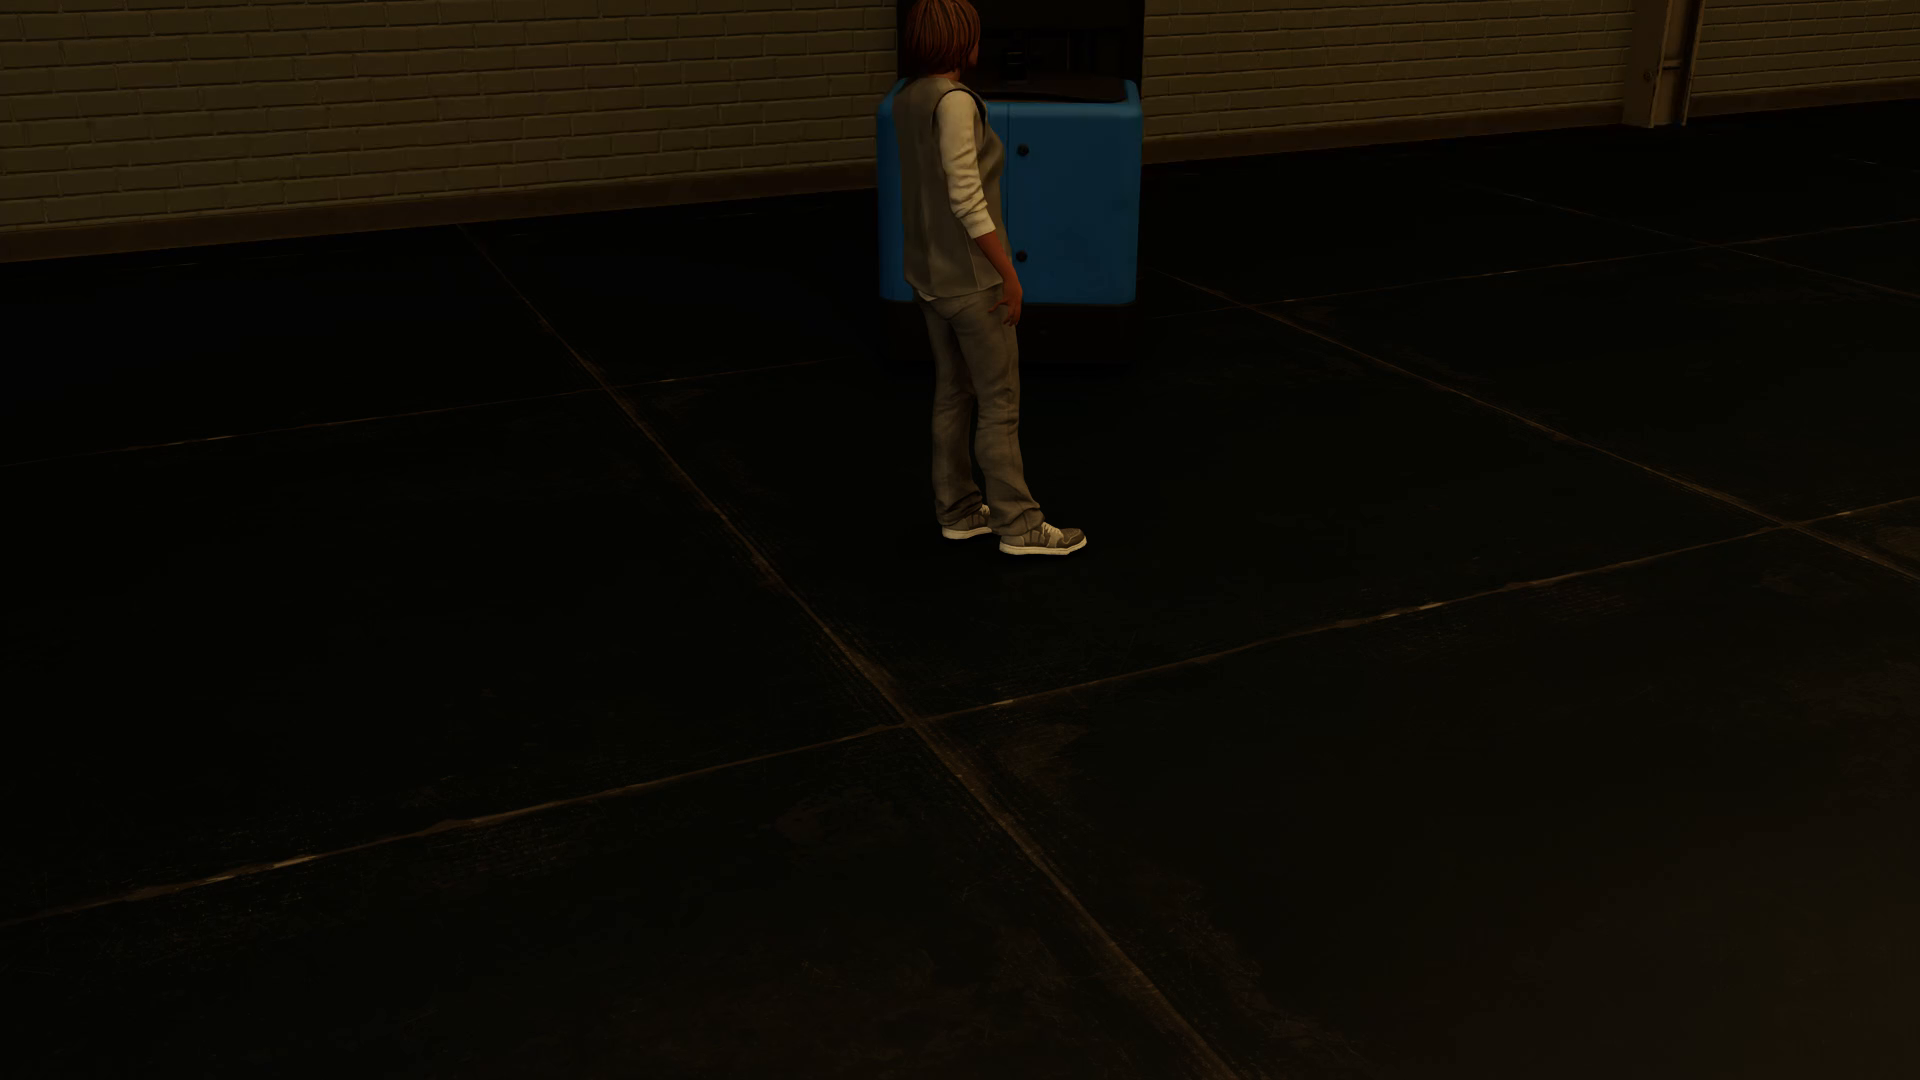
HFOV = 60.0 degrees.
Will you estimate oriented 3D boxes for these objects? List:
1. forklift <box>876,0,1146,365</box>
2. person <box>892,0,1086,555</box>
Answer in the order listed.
[{"bbox_3d":[0.283,-2.572,7.478,1.130,2.935,3.031,1,23,4],"label":"forklift"},{"bbox_3d":[0.073,-0.752,4.814,0.474,1.598,0.519,-10,25,-23],"label":"person"}]
